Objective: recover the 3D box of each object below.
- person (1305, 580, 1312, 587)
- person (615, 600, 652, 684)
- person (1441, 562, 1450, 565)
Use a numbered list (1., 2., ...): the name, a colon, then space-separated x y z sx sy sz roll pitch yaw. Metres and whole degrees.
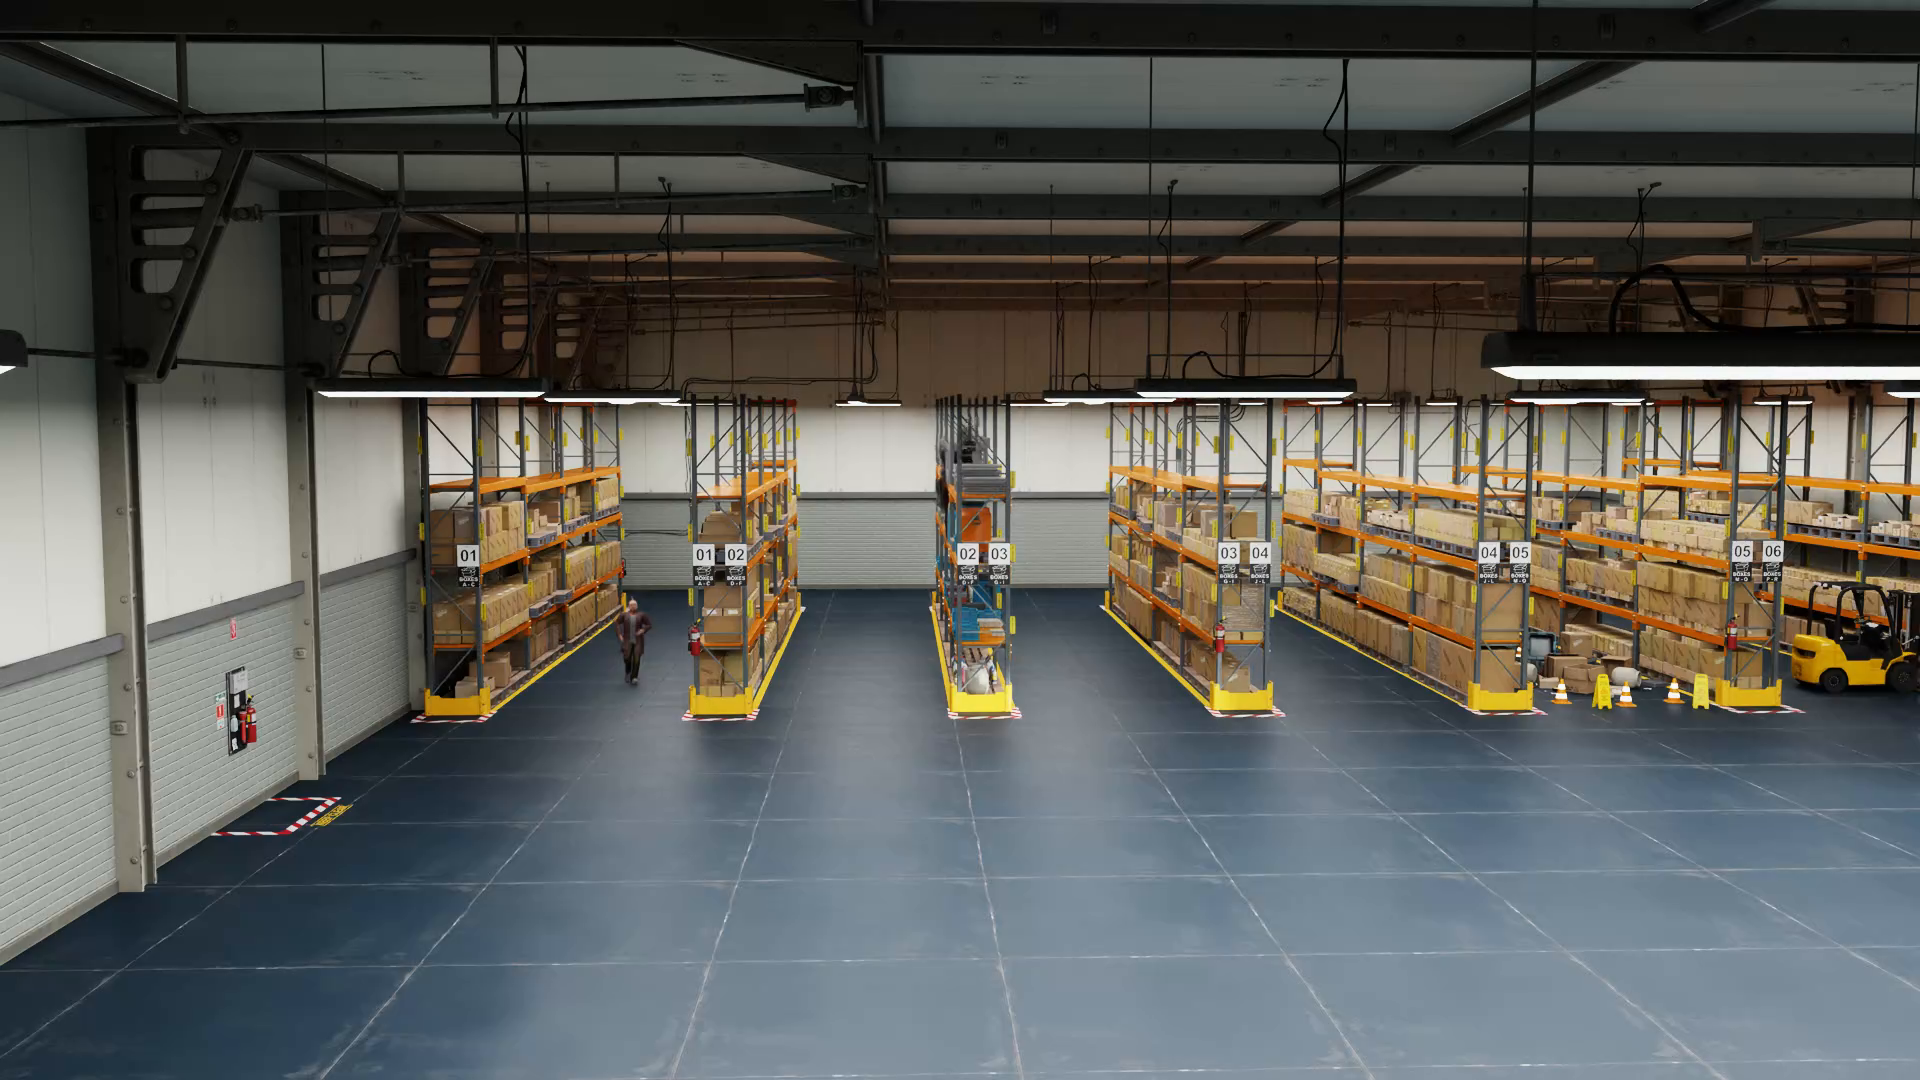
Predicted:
1. person: 10.379 1.014 48.801 0.638 1.706 0.652 3 6 37
2. person: -6.779 2.124 34.518 0.765 1.752 0.609 -1 5 -8
3. person: 14.564 0.985 49.322 0.897 1.782 0.720 1 5 10
